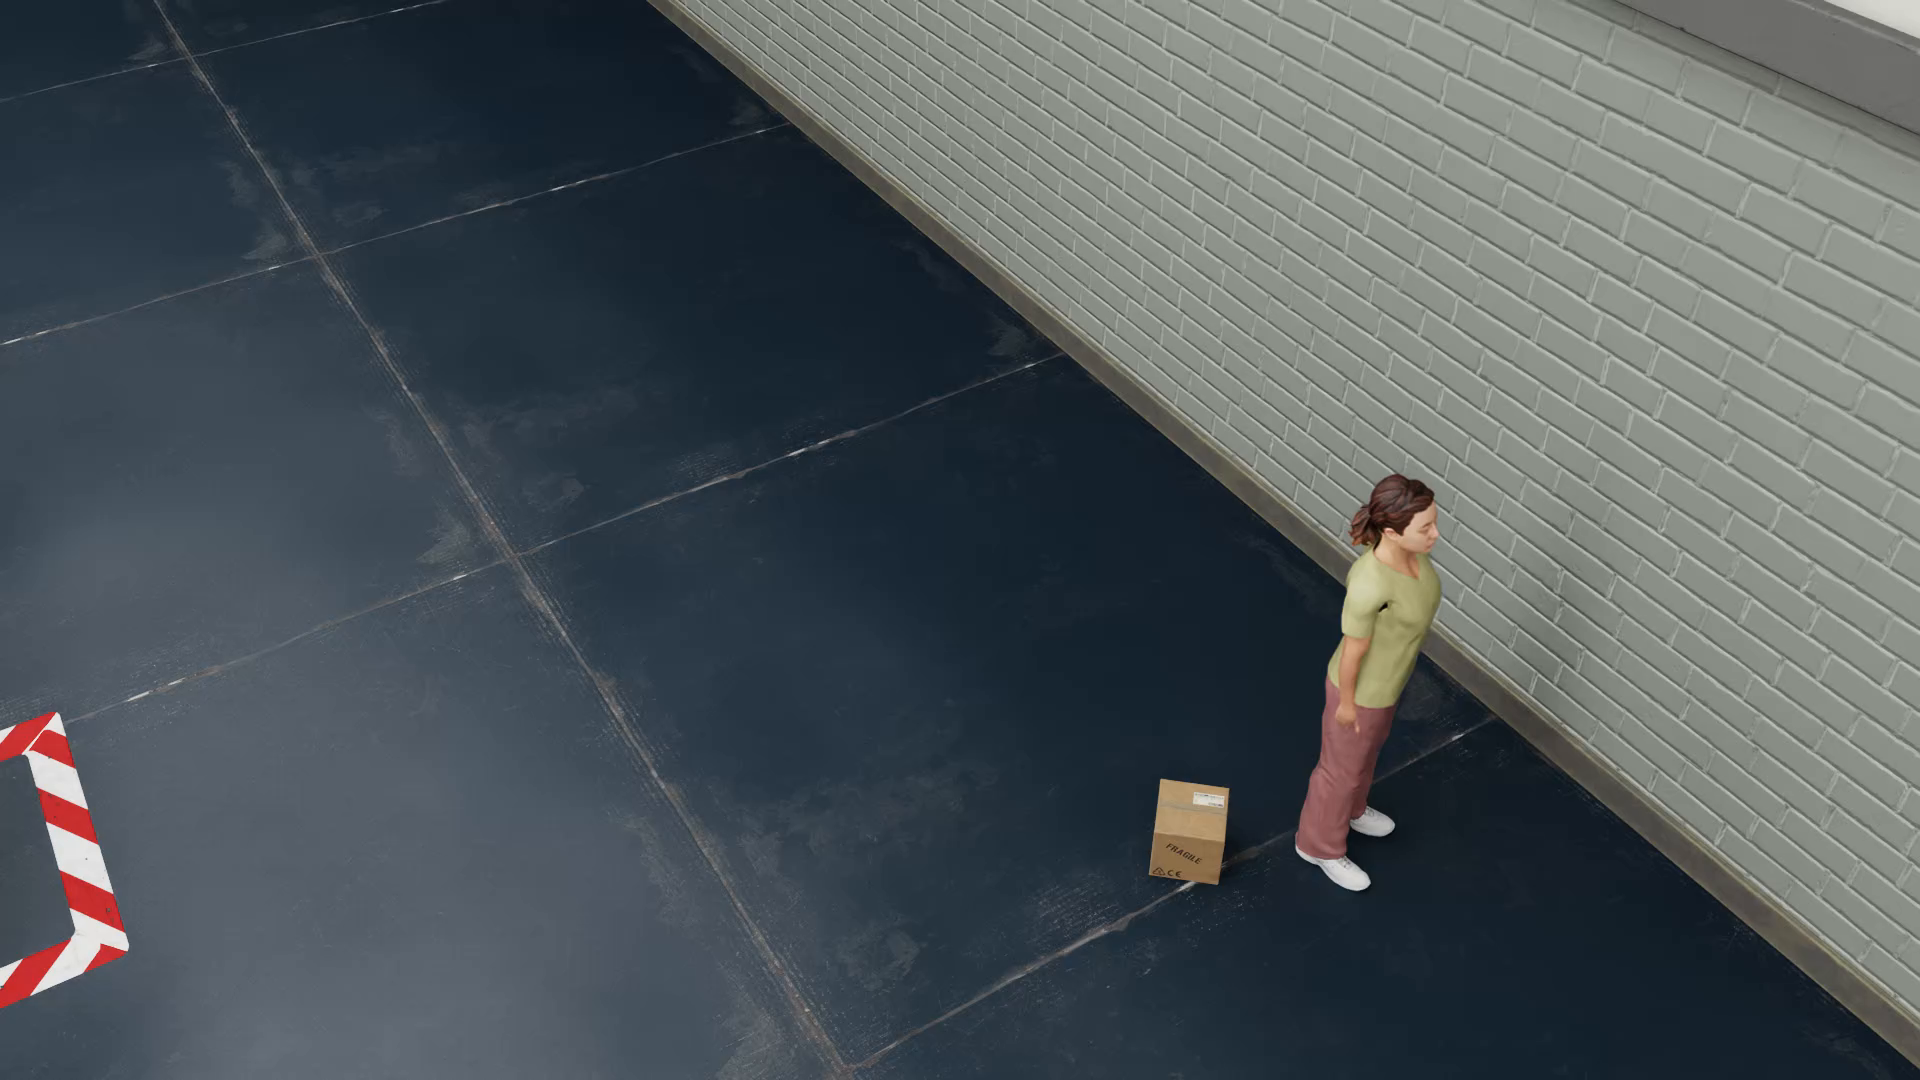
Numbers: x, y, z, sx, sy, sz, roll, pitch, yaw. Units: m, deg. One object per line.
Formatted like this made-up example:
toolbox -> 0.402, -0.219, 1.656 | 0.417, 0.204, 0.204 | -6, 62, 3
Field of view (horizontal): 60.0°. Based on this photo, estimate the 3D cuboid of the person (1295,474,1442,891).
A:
person -> 1.395, 0.467, 5.622 | 0.370, 1.671, 0.437 | 20, 45, 21
